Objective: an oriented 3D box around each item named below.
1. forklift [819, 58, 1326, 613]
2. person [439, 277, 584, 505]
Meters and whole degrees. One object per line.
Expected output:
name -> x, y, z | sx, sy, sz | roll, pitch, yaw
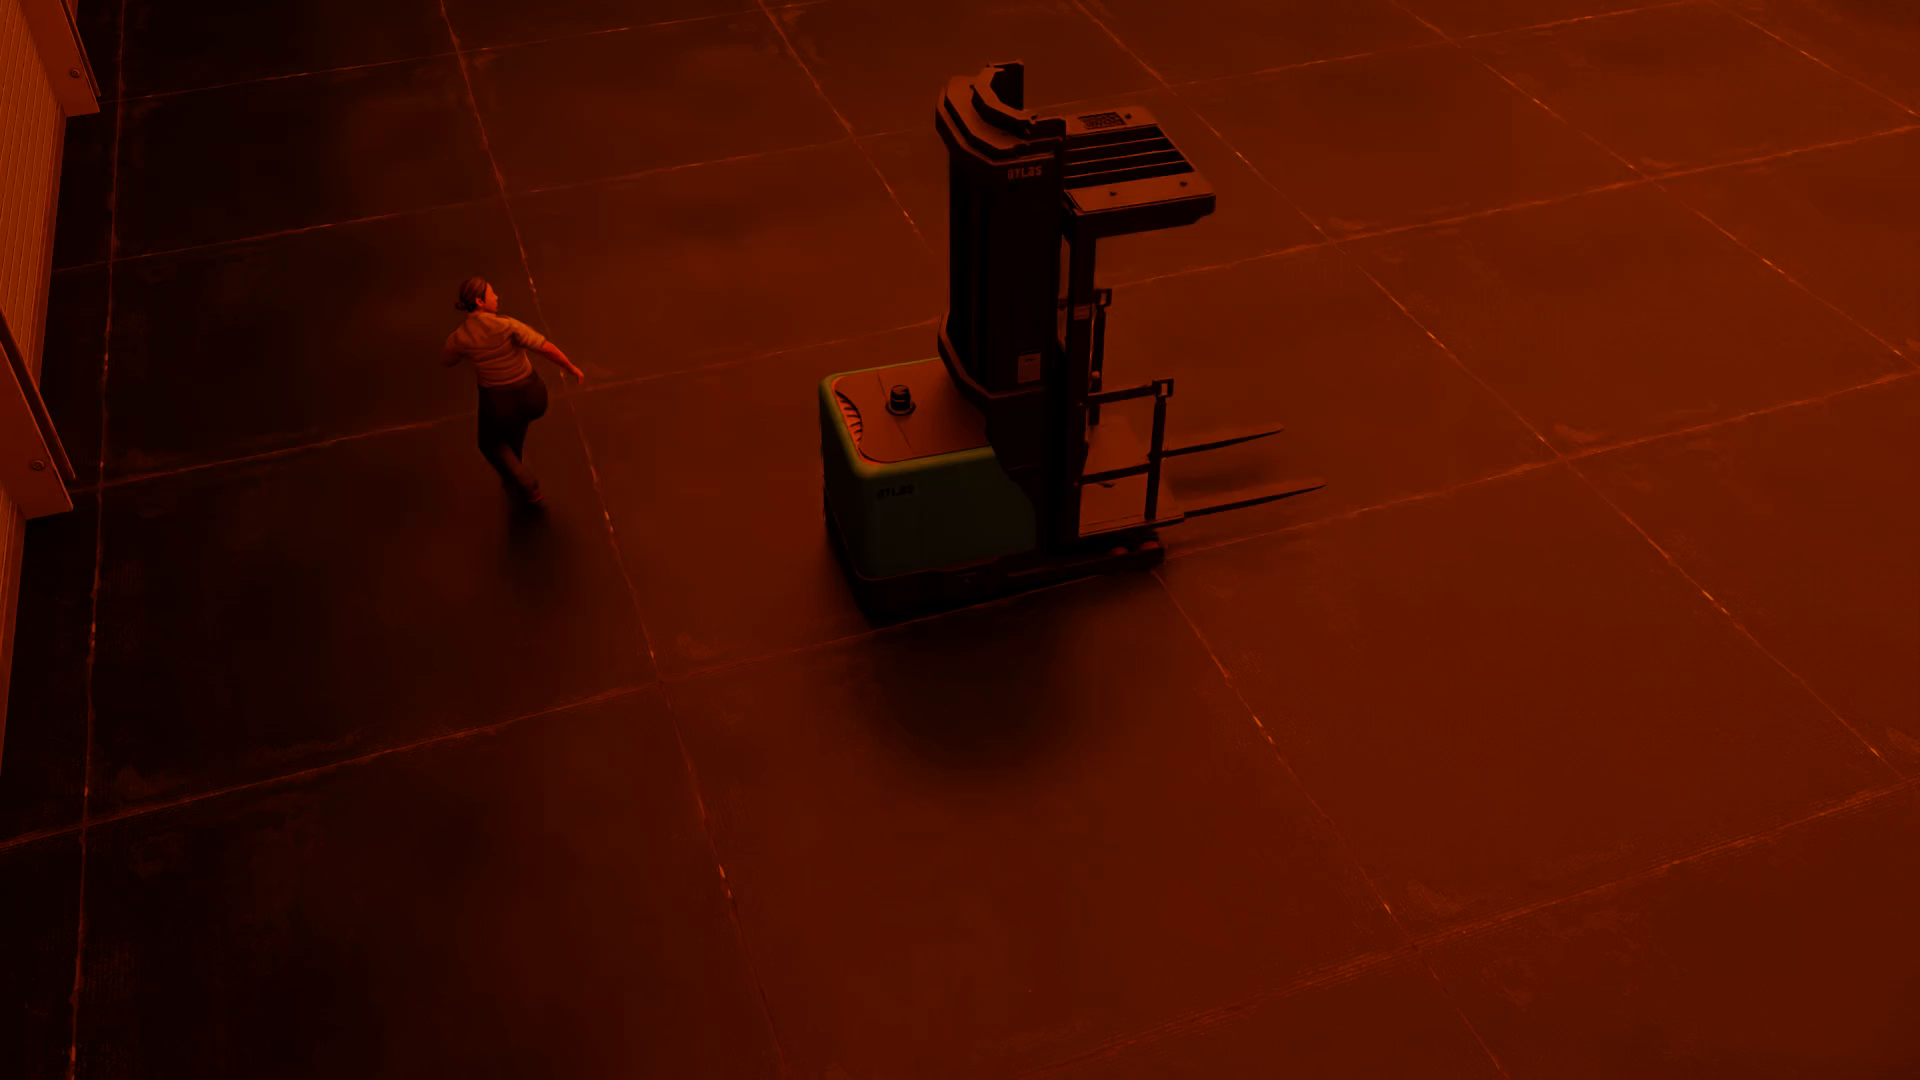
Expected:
forklift -> 0.735, -1.233, 9.465 | 3.031, 2.935, 1.130 | -11, 41, -12
person -> -2.753, -0.973, 10.271 | 0.804, 1.527, 0.808 | -16, 42, -18
